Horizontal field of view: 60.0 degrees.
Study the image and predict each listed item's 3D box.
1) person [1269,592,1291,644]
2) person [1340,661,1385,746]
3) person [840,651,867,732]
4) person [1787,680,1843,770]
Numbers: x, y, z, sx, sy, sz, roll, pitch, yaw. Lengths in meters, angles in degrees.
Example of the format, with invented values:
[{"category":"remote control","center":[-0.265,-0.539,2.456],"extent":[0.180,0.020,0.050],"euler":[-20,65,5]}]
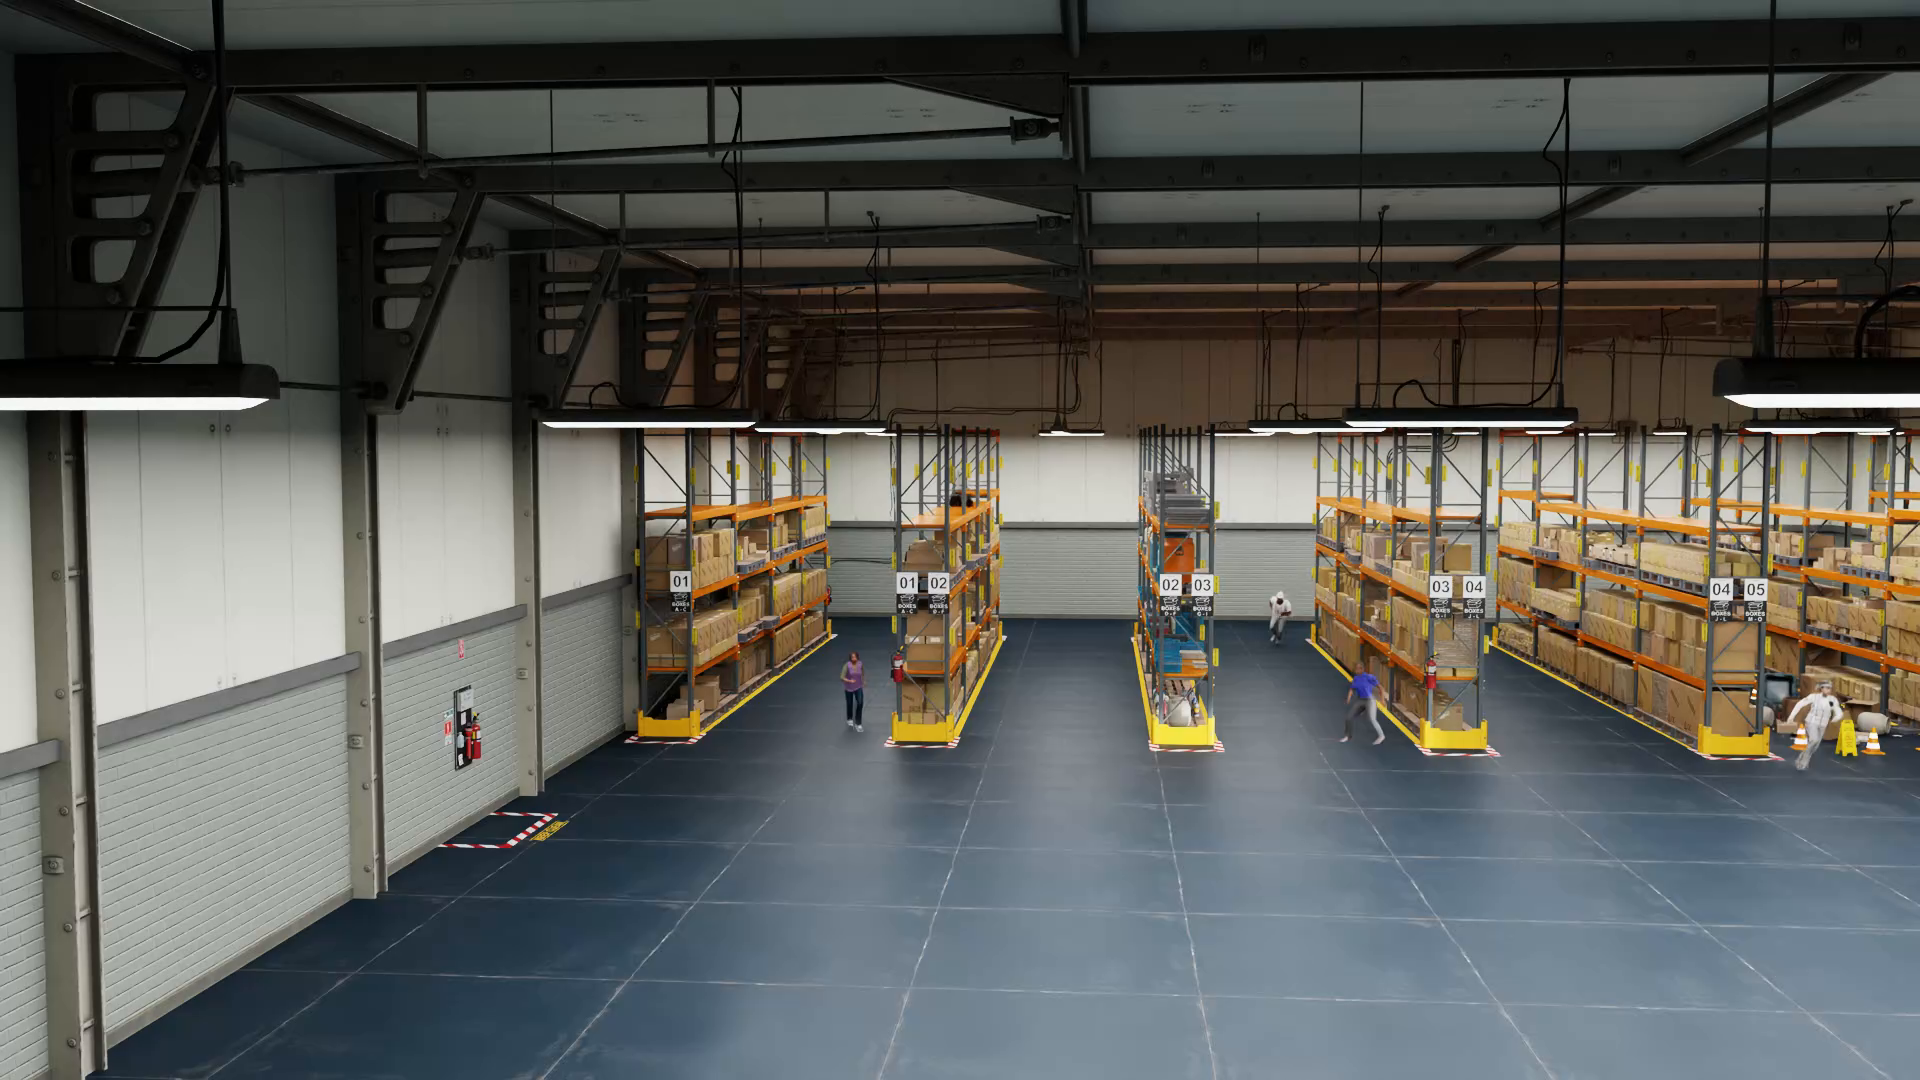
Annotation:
[{"category":"person","center":[8.835,2.151,46.021],"extent":[0.723,1.510,0.997],"euler":[1,4,23]},{"category":"person","center":[7.475,3.059,31.121],"extent":[0.615,1.549,0.788],"euler":[-3,4,-39]},{"category":"person","center":[-2.095,2.948,32.630],"extent":[0.547,1.556,0.893],"euler":[-1,4,-12]},{"category":"person","center":[14.783,3.200,28.629],"extent":[0.767,1.600,0.643],"euler":[0,3,-2]}]
